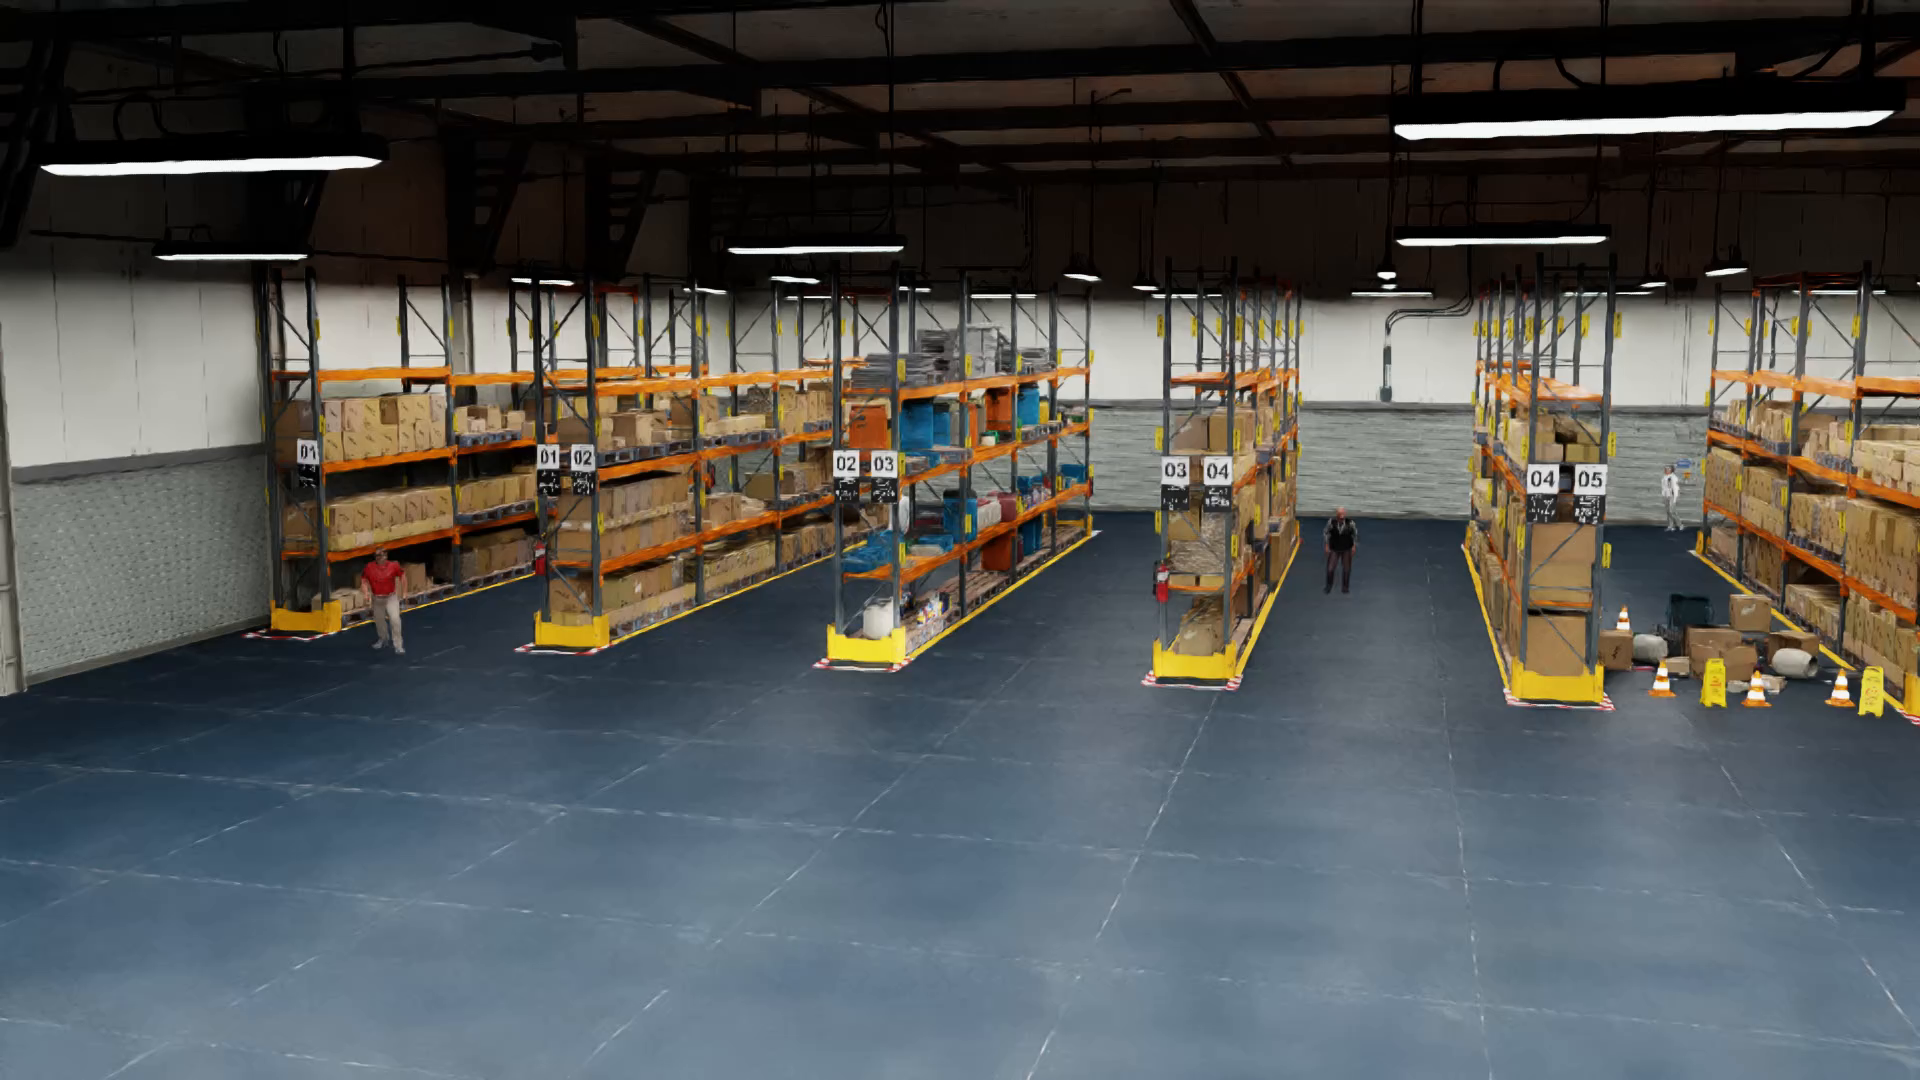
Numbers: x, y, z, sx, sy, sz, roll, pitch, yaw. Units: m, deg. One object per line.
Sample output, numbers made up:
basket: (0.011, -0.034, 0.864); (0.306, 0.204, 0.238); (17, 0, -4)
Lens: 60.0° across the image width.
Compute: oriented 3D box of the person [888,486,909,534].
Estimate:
person: (-1.283, -0.334, 35.320); (0.600, 1.725, 1.111); (2, 7, 14)

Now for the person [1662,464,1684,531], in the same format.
person: (17.656, -1.056, 41.211); (0.450, 1.659, 0.630); (-2, 8, -18)

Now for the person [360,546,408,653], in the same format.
person: (-8.912, 0.901, 25.828); (0.700, 1.658, 0.863); (0, 7, -2)

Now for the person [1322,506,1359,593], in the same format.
person: (7.210, 0.183, 31.553); (0.677, 1.674, 0.534); (2, 7, 13)
